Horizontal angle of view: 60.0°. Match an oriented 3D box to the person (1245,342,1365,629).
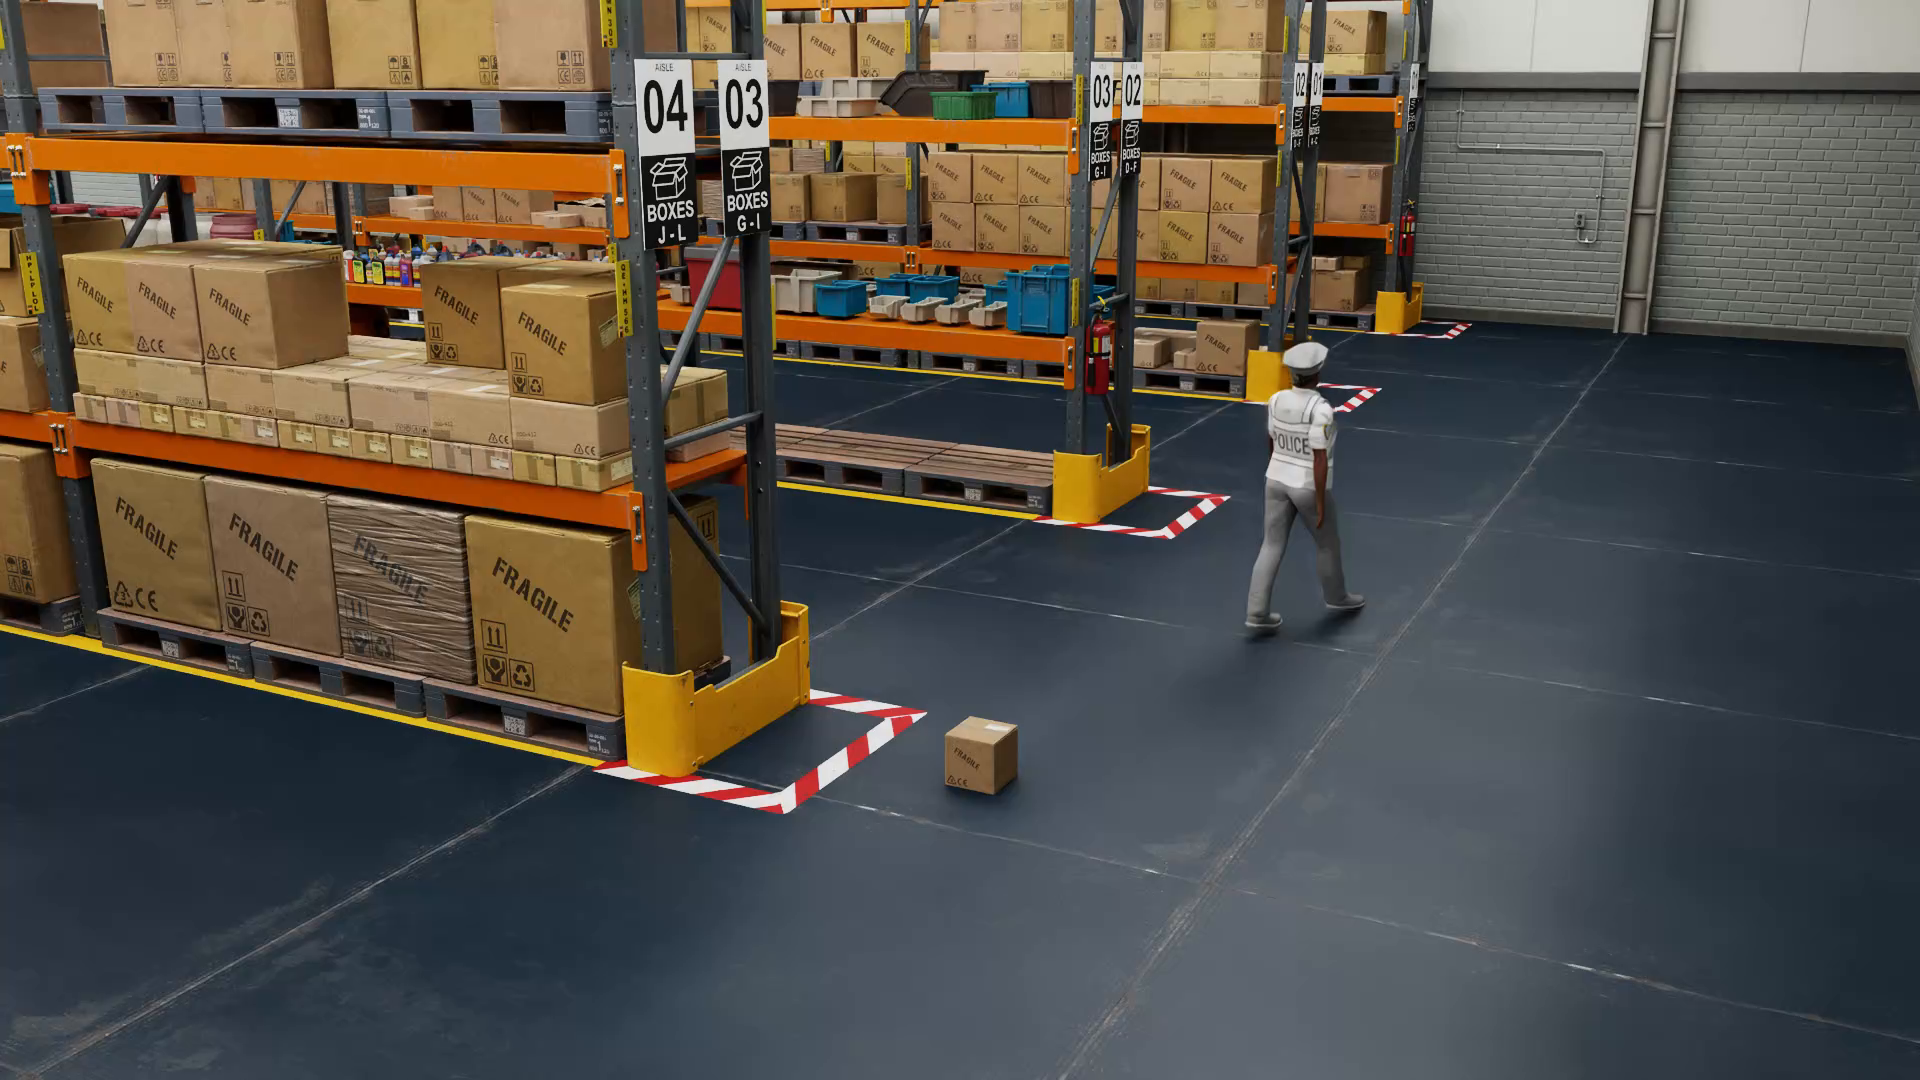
[{"bbox_3d":[2.007,-0.340,9.621,0.480,1.636,0.943,14,21,41],"label":"person"}]
